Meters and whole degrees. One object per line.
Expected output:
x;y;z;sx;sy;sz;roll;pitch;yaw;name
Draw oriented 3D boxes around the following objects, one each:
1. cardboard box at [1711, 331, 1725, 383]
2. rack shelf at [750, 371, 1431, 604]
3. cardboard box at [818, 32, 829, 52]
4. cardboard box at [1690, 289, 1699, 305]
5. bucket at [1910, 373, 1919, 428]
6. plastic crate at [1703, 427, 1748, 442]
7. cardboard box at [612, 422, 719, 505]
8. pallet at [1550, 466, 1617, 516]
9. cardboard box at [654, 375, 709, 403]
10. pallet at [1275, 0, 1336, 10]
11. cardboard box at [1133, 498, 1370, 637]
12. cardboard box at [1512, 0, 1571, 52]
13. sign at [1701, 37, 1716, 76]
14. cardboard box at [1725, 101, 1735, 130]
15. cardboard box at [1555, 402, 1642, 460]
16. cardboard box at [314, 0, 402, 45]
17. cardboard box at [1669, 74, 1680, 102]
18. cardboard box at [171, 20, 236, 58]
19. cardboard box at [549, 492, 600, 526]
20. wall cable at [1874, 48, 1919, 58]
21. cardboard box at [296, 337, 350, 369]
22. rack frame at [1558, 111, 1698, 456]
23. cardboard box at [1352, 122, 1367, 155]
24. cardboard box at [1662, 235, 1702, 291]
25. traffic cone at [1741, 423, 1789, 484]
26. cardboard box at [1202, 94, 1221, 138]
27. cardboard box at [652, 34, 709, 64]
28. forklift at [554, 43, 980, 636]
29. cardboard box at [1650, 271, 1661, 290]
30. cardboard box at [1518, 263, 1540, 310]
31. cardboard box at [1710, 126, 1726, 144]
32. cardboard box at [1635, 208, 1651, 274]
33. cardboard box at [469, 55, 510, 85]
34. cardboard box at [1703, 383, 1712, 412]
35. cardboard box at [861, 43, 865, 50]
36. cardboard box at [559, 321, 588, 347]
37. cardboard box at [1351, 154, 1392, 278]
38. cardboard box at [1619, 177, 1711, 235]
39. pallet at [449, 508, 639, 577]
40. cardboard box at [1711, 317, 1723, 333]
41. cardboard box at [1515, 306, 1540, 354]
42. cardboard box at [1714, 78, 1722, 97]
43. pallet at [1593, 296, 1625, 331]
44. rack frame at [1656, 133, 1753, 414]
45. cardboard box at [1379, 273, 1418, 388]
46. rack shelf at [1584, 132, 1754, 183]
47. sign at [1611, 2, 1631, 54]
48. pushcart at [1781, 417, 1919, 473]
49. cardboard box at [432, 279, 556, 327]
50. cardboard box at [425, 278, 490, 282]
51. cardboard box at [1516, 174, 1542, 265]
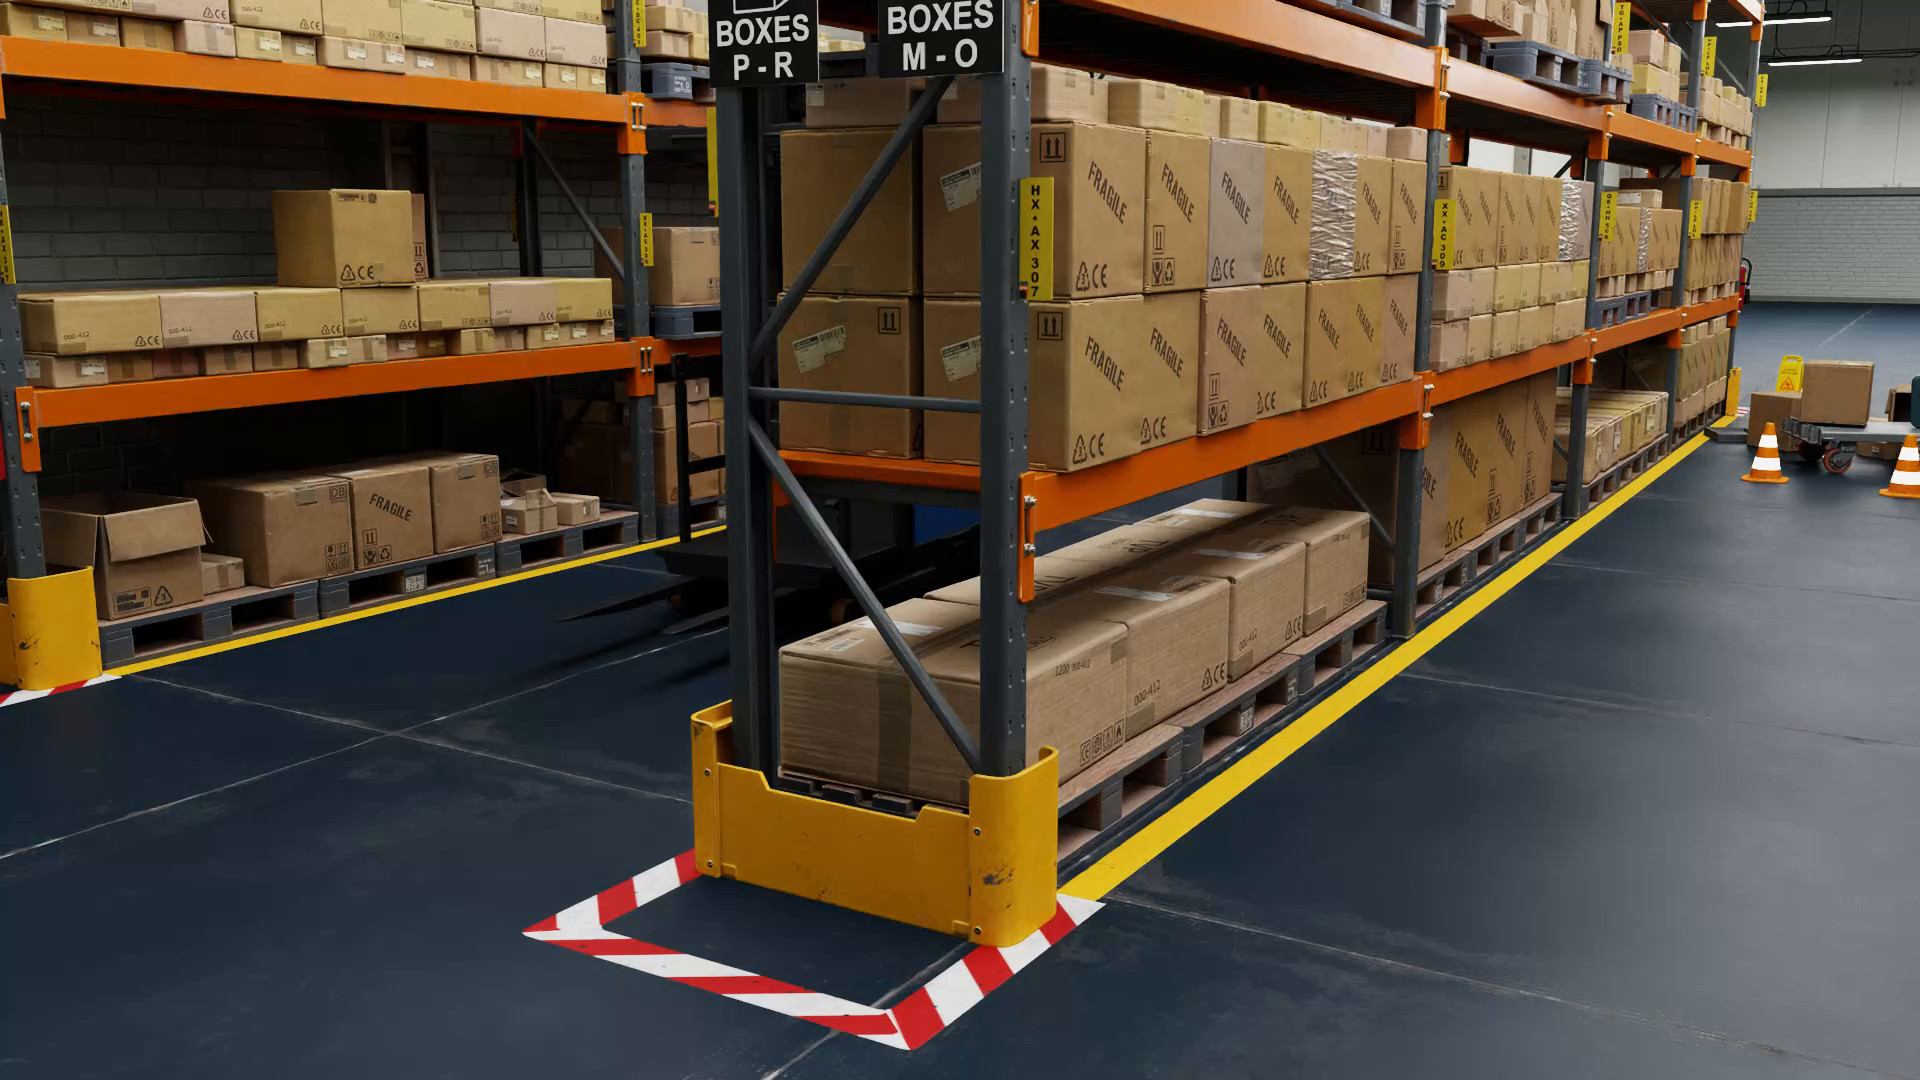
7.581;-1.909;17.207;0.500;0.500;0.500;7;13;33;cardboard box
0.773;-0.363;6.613;1.077;0.370;4.000;6;12;31;rack shelf
-1.153;-3.511;11.779;0.380;0.149;0.250;6;12;31;cardboard box
6.760;-2.310;15.739;0.380;0.149;0.250;7;13;32;cardboard box
8.348;-1.212;13.958;0.620;0.611;0.726;-20;21;-35;bucket
7.481;-1.023;16.116;0.402;0.080;0.583;2;11;11;plastic crate
-1.989;-0.537;11.240;0.500;0.500;0.500;7;13;33;cardboard box
4.295;-0.413;12.499;1.003;0.211;1.213;6;12;31;pallet
-1.925;-1.024;11.269;0.380;0.149;0.250;6;12;28;cardboard box
0.744;-2.143;6.256;1.003;0.211;1.213;6;12;31;pallet
1.394;0.110;7.951;0.875;0.438;0.875;6;12;30;cardboard box
3.221;-3.086;9.635;0.500;0.500;0.500;7;12;31;cardboard box
6.441;-4.159;14.307;0.100;0.325;0.005;6;12;31;sign
7.219;-4.119;16.165;0.500;0.250;0.500;7;12;31;cardboard box
4.965;-0.899;13.518;0.950;0.372;0.625;7;13;33;cardboard box
-3.274;-2.711;8.648;0.500;0.250;0.500;6;12;30;cardboard box
5.786;-3.791;14.082;0.500;0.250;0.500;6;12;30;cardboard box
-3.666;-2.367;7.890;0.380;0.149;0.250;7;13;32;cardboard box
-2.471;-0.195;10.362;0.380;0.149;0.250;6;12;29;cardboard box
25.858;-14.011;43.605;3.097;2.526;0.112;6;12;31;wall cable
-3.393;-0.976;8.612;0.380;0.149;0.250;6;12;29;cardboard box
5.965;-2.290;14.947;1.000;3.000;0.127;6;12;31;rack frame
1.556;-1.743;7.274;0.380;0.149;0.250;6;12;31;cardboard box
6.432;-2.528;15.138;0.500;0.500;0.500;6;12;31;cardboard box
6.518;-0.714;13.425;0.336;0.463;0.334;6;12;31;traffic cone
0.676;-1.459;5.757;0.380;0.149;0.250;7;12;31;cardboard box
-1.773;-3.158;10.704;0.380;0.149;0.250;7;12;31;cardboard box
-0.901;-1.077;8.656;1.130;2.935;3.031;5;12;26;forklift
5.550;-2.141;13.695;0.380;0.149;0.250;7;12;31;cardboard box
3.073;-1.487;9.709;0.500;0.250;0.500;6;12;29;cardboard box
7.081;-3.860;15.869;0.380;0.149;0.250;6;12;30;cardboard box
5.121;-2.356;13.079;0.500;0.500;0.500;6;12;29;cardboard box
-2.775;-2.653;9.422;0.380;0.149;0.250;6;12;30;cardboard box
7.309;-1.457;16.832;0.500;0.250;0.500;6;12;29;cardboard box
-0.826;-3.631;12.474;0.380;0.149;0.250;6;12;29;cardboard box
-2.499;-1.264;10.153;0.380;0.149;0.250;7;13;32;cardboard box
1.532;-1.392;7.166;0.500;0.500;0.500;6;12;30;cardboard box
6.379;-3.025;15.078;0.700;0.500;0.500;6;12;30;cardboard box
-2.790;-0.026;10.437;1.003;0.211;1.213;6;12;31;pallet
7.582;-2.207;17.035;0.380;0.149;0.250;7;12;32;cardboard box
3.080;-1.240;9.749;0.500;0.250;0.500;6;12;30;cardboard box
6.822;-4.174;15.377;0.380;0.149;0.250;6;12;30;cardboard box
4.167;-1.689;12.258;1.213;0.211;1.003;6;12;31;pallet
8.042;-2.919;18.308;1.000;3.000;0.127;6;12;31;rack frame
1.789;-0.983;7.697;0.500;0.500;0.500;7;12;31;cardboard box
7.003;-3.725;16.418;1.077;0.370;4.000;6;12;31;rack shelf
4.358;-3.374;10.966;0.100;0.325;0.005;6;12;31;sign
7.940;-0.791;14.067;1.648;0.377;0.936;2;11;11;pushcart
-2.736;-1.394;9.762;0.500;0.250;0.500;6;12;31;cardboard box
-3.175;-1.446;10.040;0.500;0.250;0.500;6;12;30;cardboard box
3.052;-1.857;9.648;0.500;0.500;0.500;6;12;30;cardboard box
